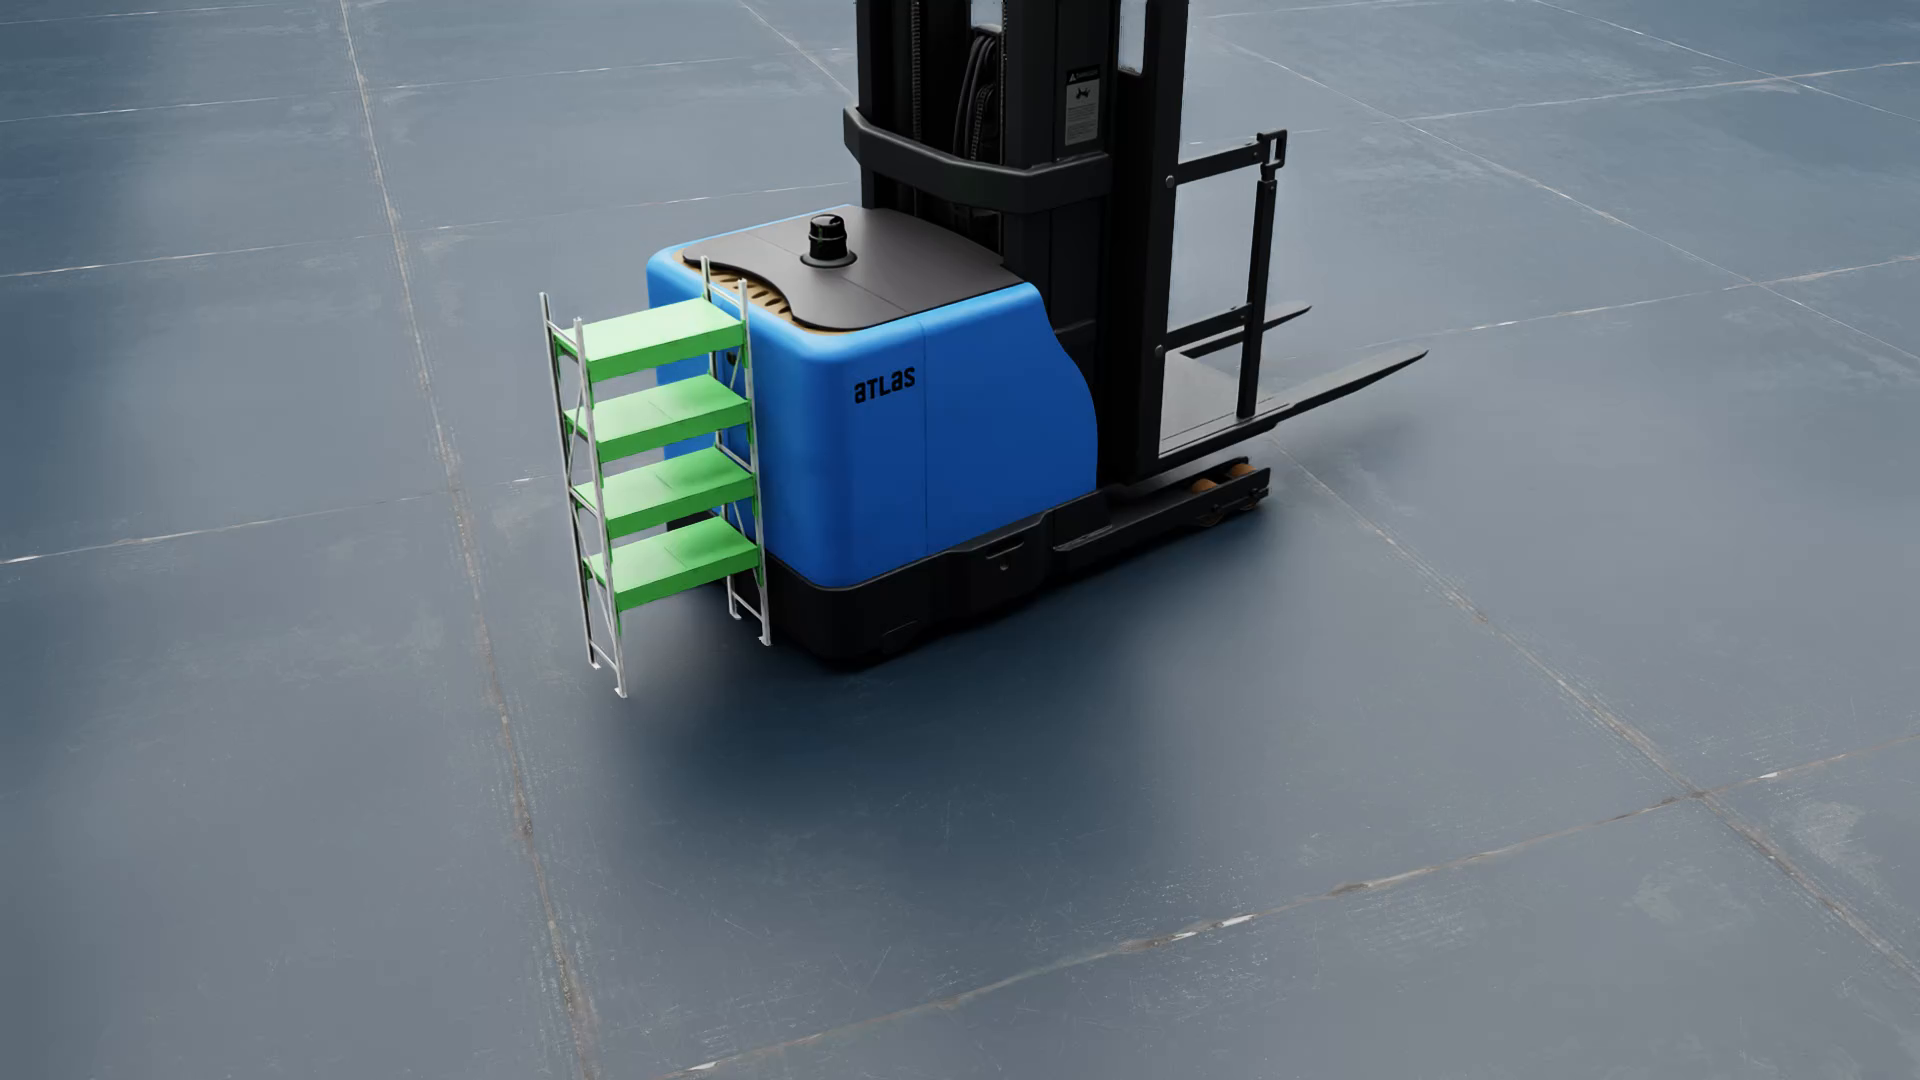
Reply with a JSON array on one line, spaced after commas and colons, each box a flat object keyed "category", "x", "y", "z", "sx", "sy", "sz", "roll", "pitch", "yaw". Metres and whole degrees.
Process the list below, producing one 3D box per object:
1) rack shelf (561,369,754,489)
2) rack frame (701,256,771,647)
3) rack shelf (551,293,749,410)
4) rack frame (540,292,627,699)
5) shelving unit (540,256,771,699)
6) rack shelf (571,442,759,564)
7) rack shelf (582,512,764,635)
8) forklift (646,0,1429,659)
[{"category": "rack shelf", "x": -0.863, "y": -0.323, "z": 4.749, "sx": 0.480, "sy": 0.148, "sz": 0.258, "roll": -19, "pitch": 35, "yaw": -30}, {"category": "rack frame", "x": -0.664, "y": -0.240, "z": 4.959, "sx": 0.015, "sy": 1.200, "sz": 0.240, "roll": -19, "pitch": 35, "yaw": -30}, {"category": "rack shelf", "x": -0.863, "y": -0.531, "z": 4.630, "sx": 0.480, "sy": 0.148, "sz": 0.258, "roll": -19, "pitch": 35, "yaw": -30}, {"category": "rack frame", "x": -1.062, "y": -0.100, "z": 4.713, "sx": 0.015, "sy": 1.200, "sz": 0.240, "roll": -19, "pitch": 35, "yaw": -30}, {"category": "shelving unit", "x": -0.863, "y": -0.170, "z": 4.836, "sx": 0.503, "sy": 1.200, "sz": 0.258, "roll": -19, "pitch": 35, "yaw": -30}, {"category": "rack shelf", "x": -0.863, "y": -0.114, "z": 4.868, "sx": 0.480, "sy": 0.148, "sz": 0.258, "roll": -19, "pitch": 35, "yaw": -30}, {"category": "rack shelf", "x": -0.863, "y": 0.094, "z": 4.987, "sx": 0.480, "sy": 0.148, "sz": 0.258, "roll": -19, "pitch": 35, "yaw": -30}, {"category": "forklift", "x": 0.479, "y": -1.503, "z": 5.427, "sx": 3.031, "sy": 2.935, "sz": 1.130, "roll": -21, "pitch": 36, "yaw": -33}]
